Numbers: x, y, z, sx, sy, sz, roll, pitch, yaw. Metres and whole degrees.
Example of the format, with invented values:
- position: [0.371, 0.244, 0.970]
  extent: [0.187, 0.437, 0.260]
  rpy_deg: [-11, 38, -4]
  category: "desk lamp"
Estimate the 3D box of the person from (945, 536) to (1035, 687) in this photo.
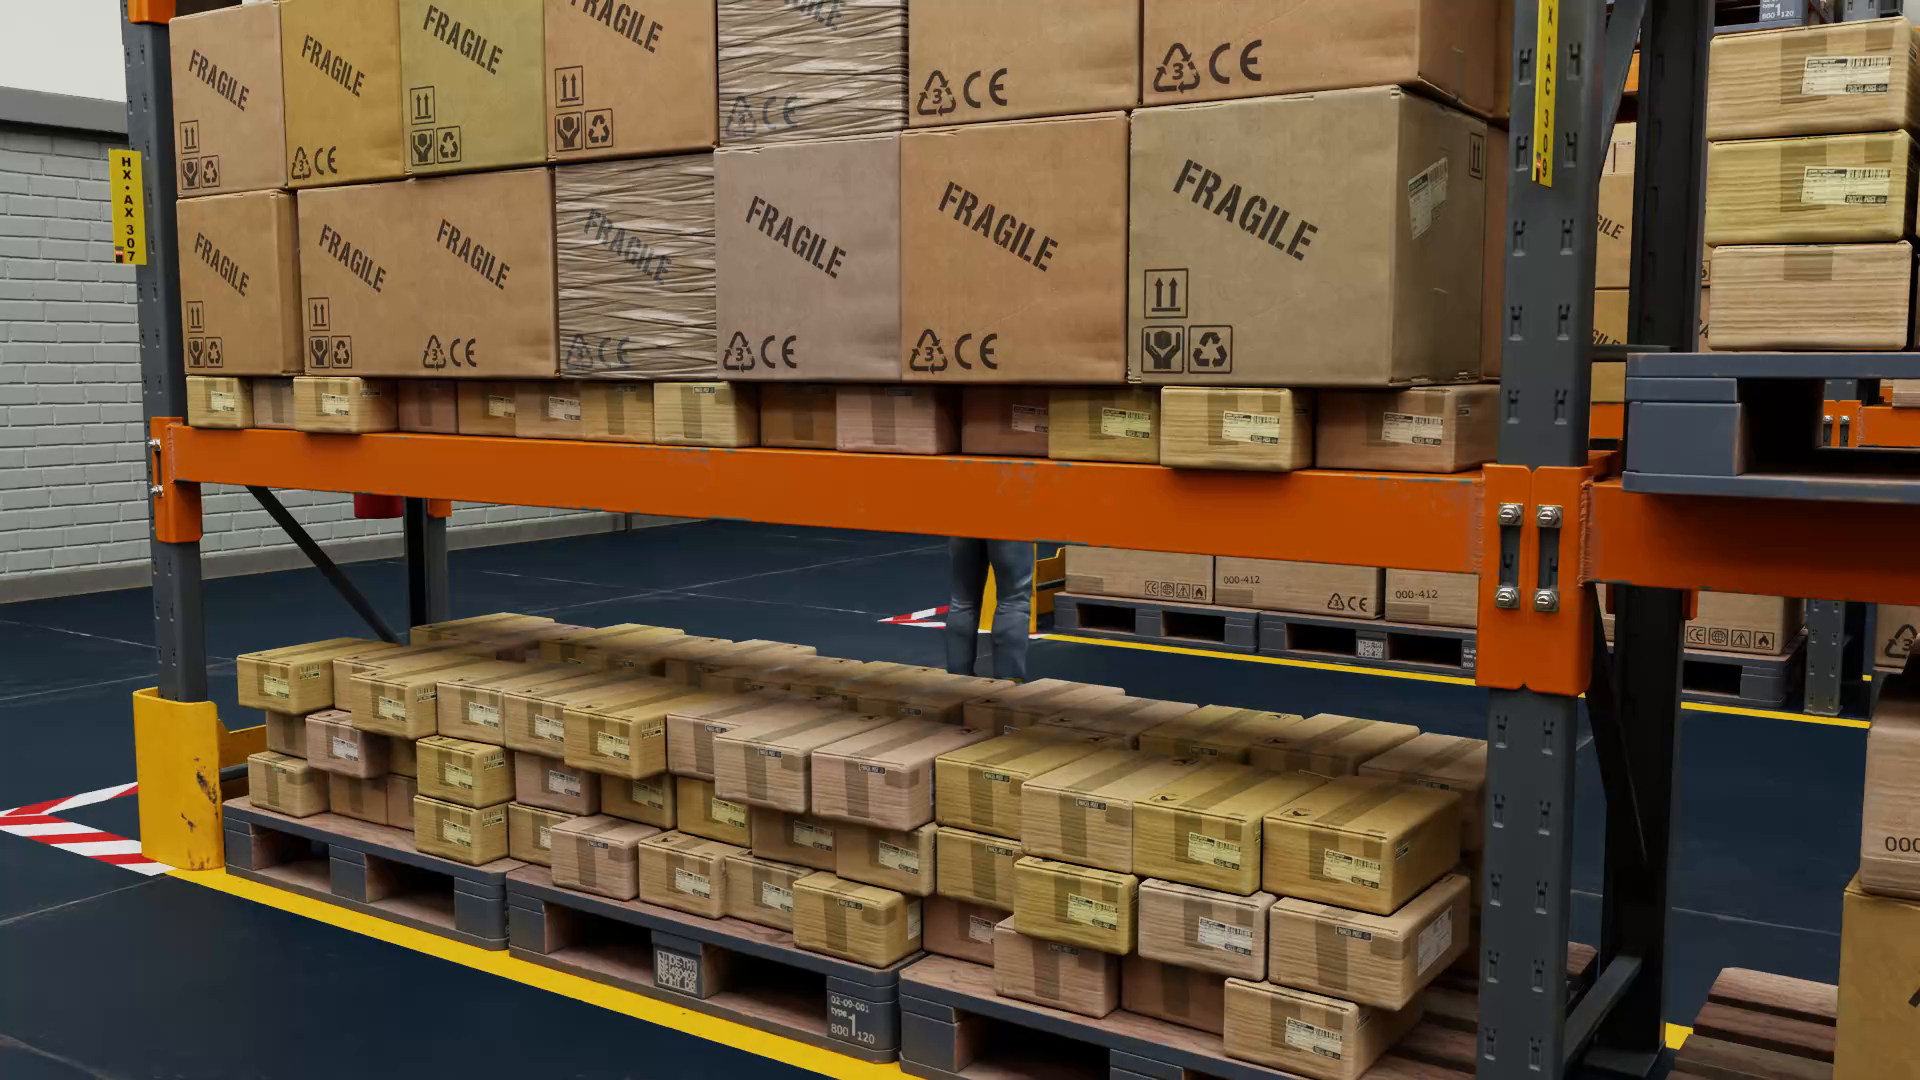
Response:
- position: [0.162, -0.158, 7.105]
  extent: [0.528, 1.769, 0.565]
  rpy_deg: [4, 7, 33]
  category: "person"
